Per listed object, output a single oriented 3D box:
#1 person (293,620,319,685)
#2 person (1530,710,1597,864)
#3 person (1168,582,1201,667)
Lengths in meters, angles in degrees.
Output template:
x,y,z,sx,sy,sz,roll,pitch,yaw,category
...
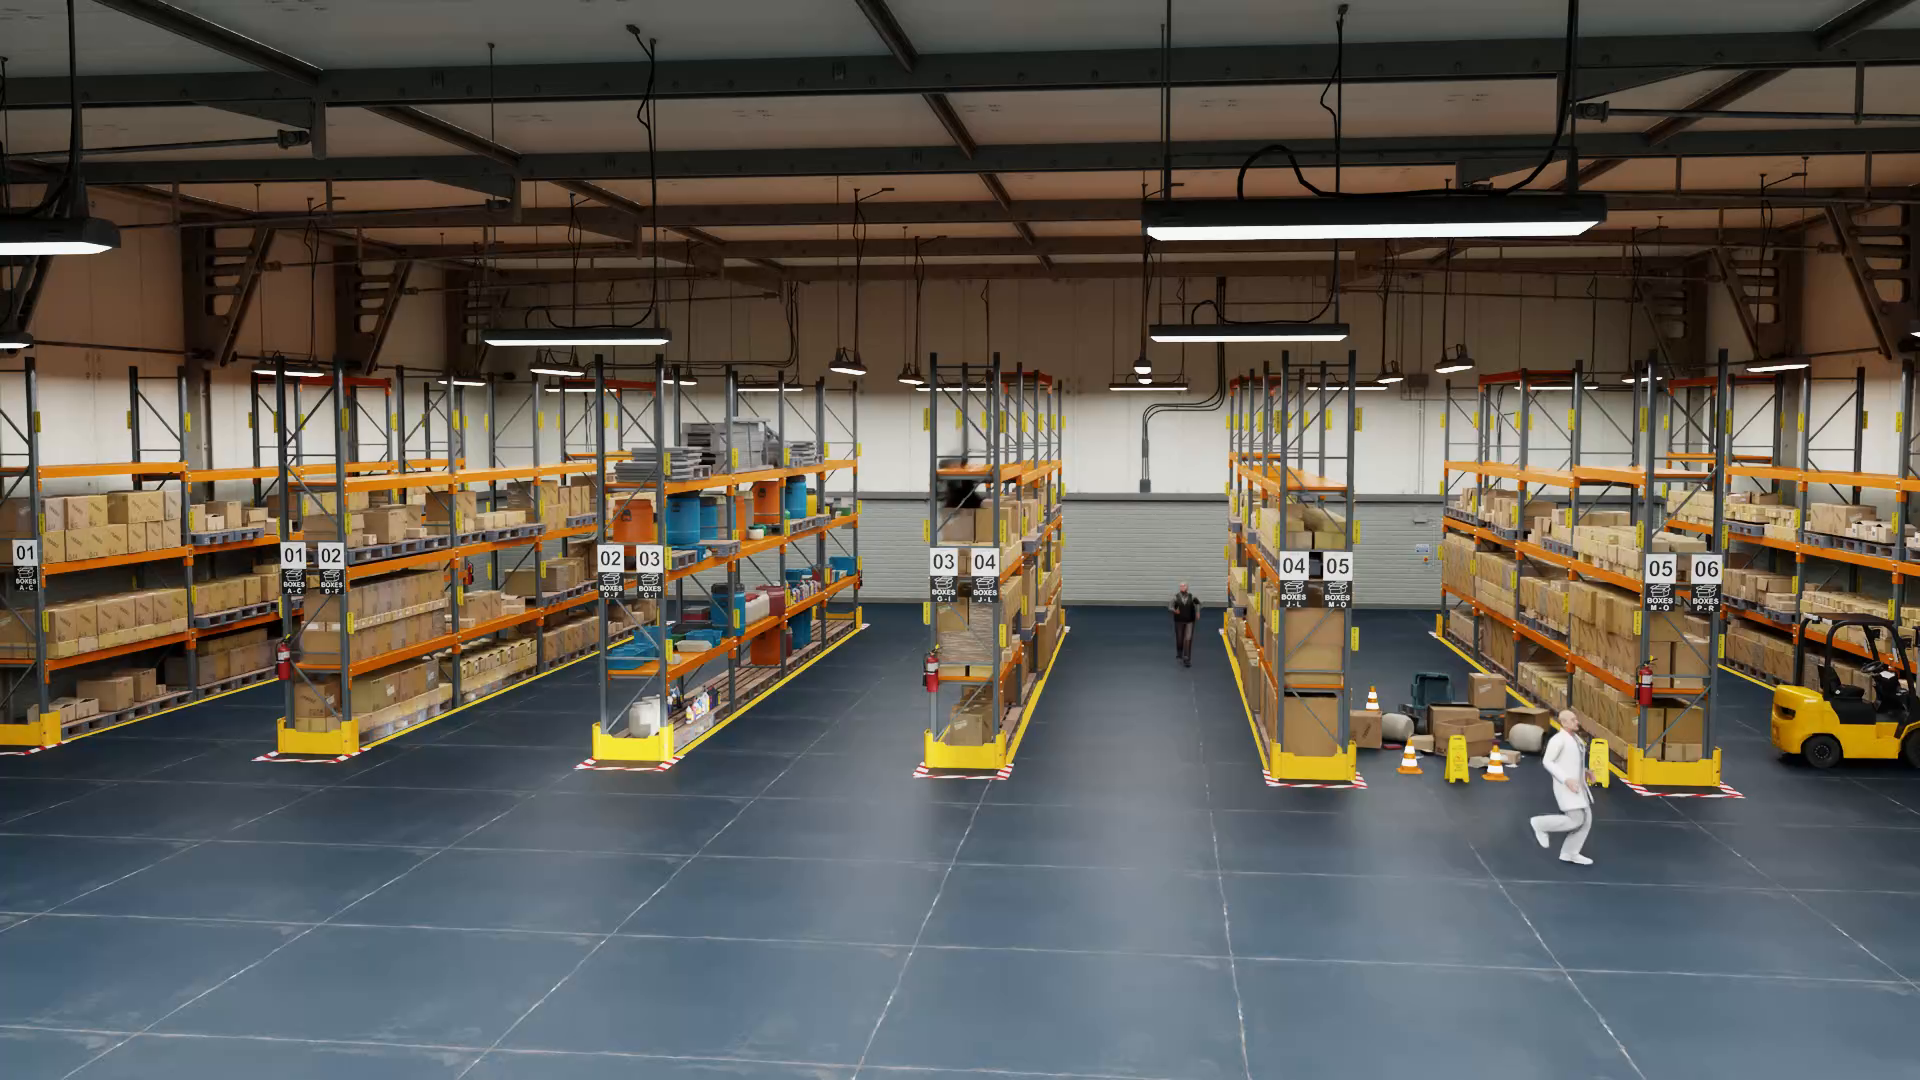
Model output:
x,y,z,sx,sy,sz,roll,pitch,yaw,category
-10.861,2.186,27.522,0.714,1.736,0.616,0,4,-5,person
6.900,2.800,18.961,0.690,1.733,0.709,4,6,44,person
4.628,1.713,34.272,0.671,1.702,1.013,0,4,7,person
